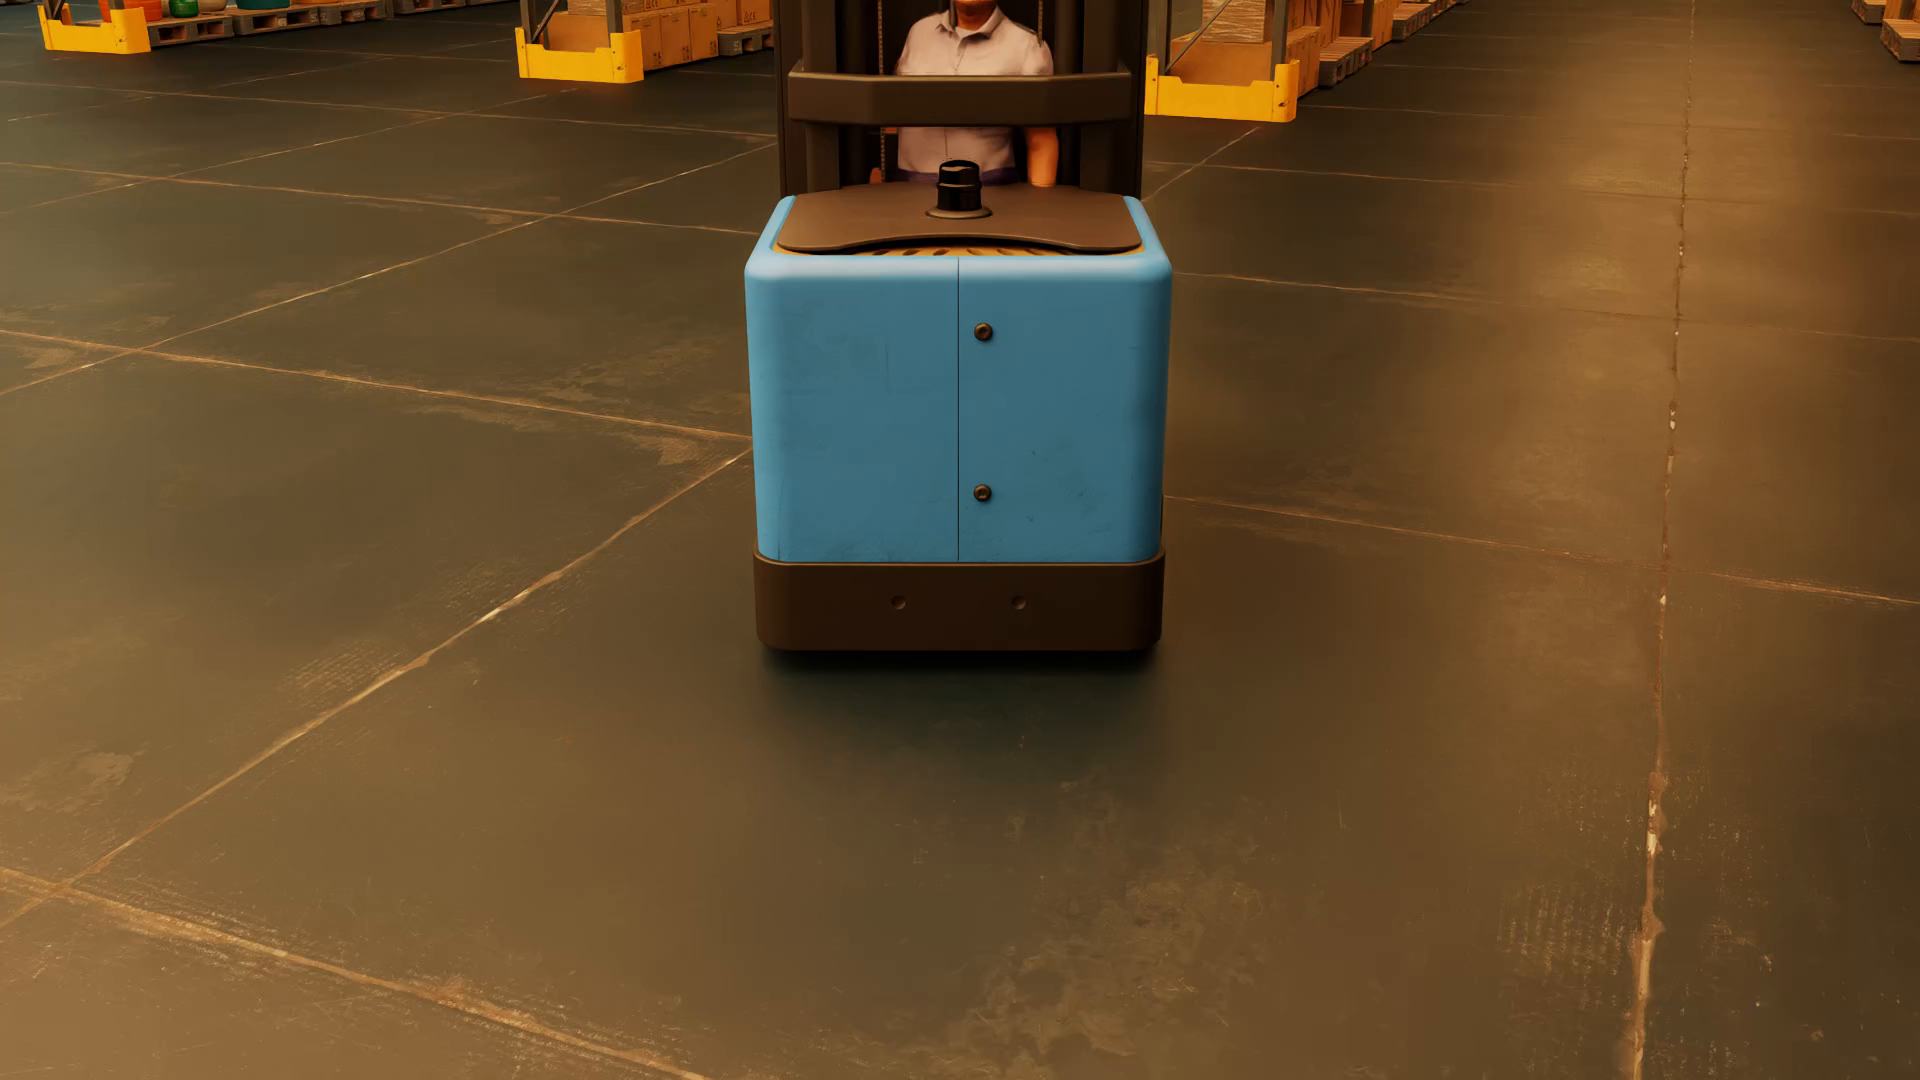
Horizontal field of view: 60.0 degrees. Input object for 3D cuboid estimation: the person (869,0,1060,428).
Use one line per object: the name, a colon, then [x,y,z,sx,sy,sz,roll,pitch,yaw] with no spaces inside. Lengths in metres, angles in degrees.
person: [-0.052,-0.865,4.664,0.602,1.611,0.537,9,24,21]

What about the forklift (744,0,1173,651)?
forklift: [0.002,-1.587,5.089,1.130,2.935,3.031,0,23,0]
